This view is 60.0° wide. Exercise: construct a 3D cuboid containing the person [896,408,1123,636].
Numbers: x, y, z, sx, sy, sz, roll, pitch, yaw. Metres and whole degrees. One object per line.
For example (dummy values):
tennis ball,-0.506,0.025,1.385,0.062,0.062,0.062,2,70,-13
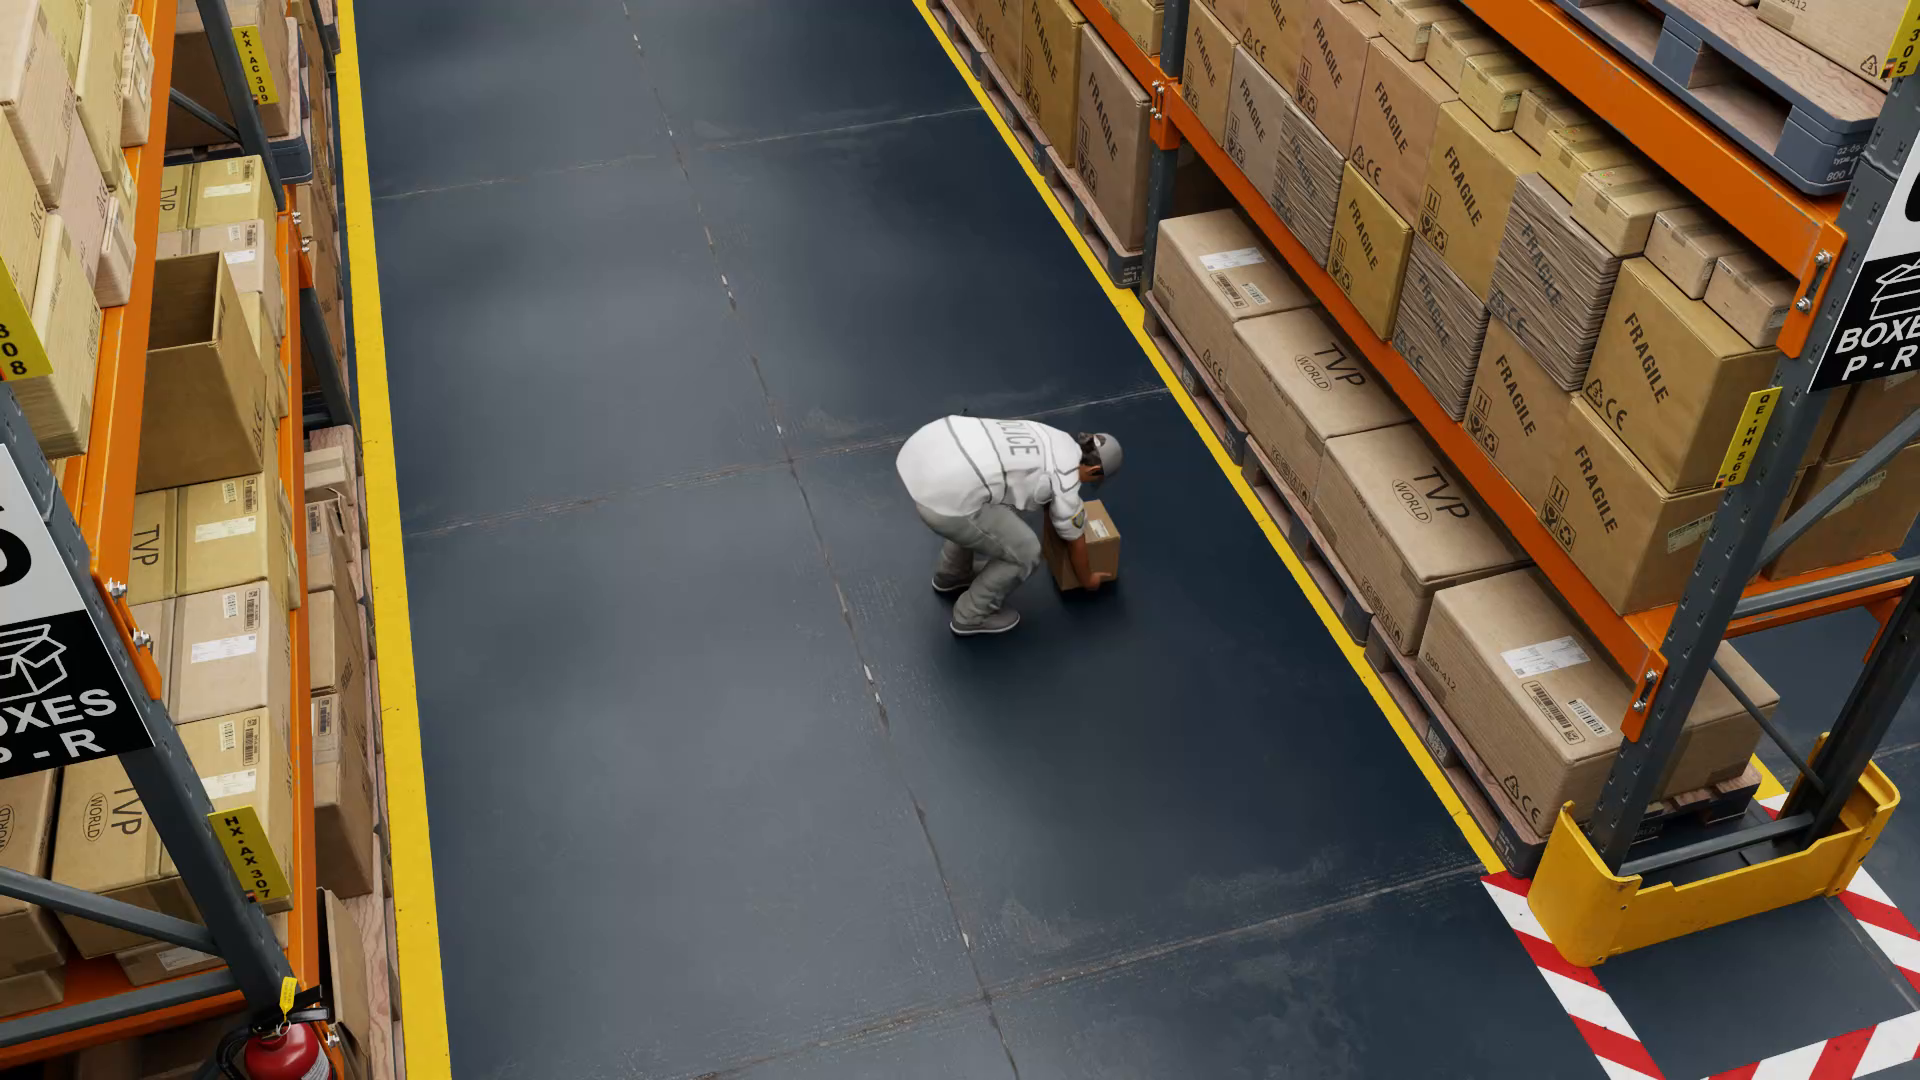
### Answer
person,0.219,-0.115,6.813,0.938,0.953,0.512,-14,44,-15
